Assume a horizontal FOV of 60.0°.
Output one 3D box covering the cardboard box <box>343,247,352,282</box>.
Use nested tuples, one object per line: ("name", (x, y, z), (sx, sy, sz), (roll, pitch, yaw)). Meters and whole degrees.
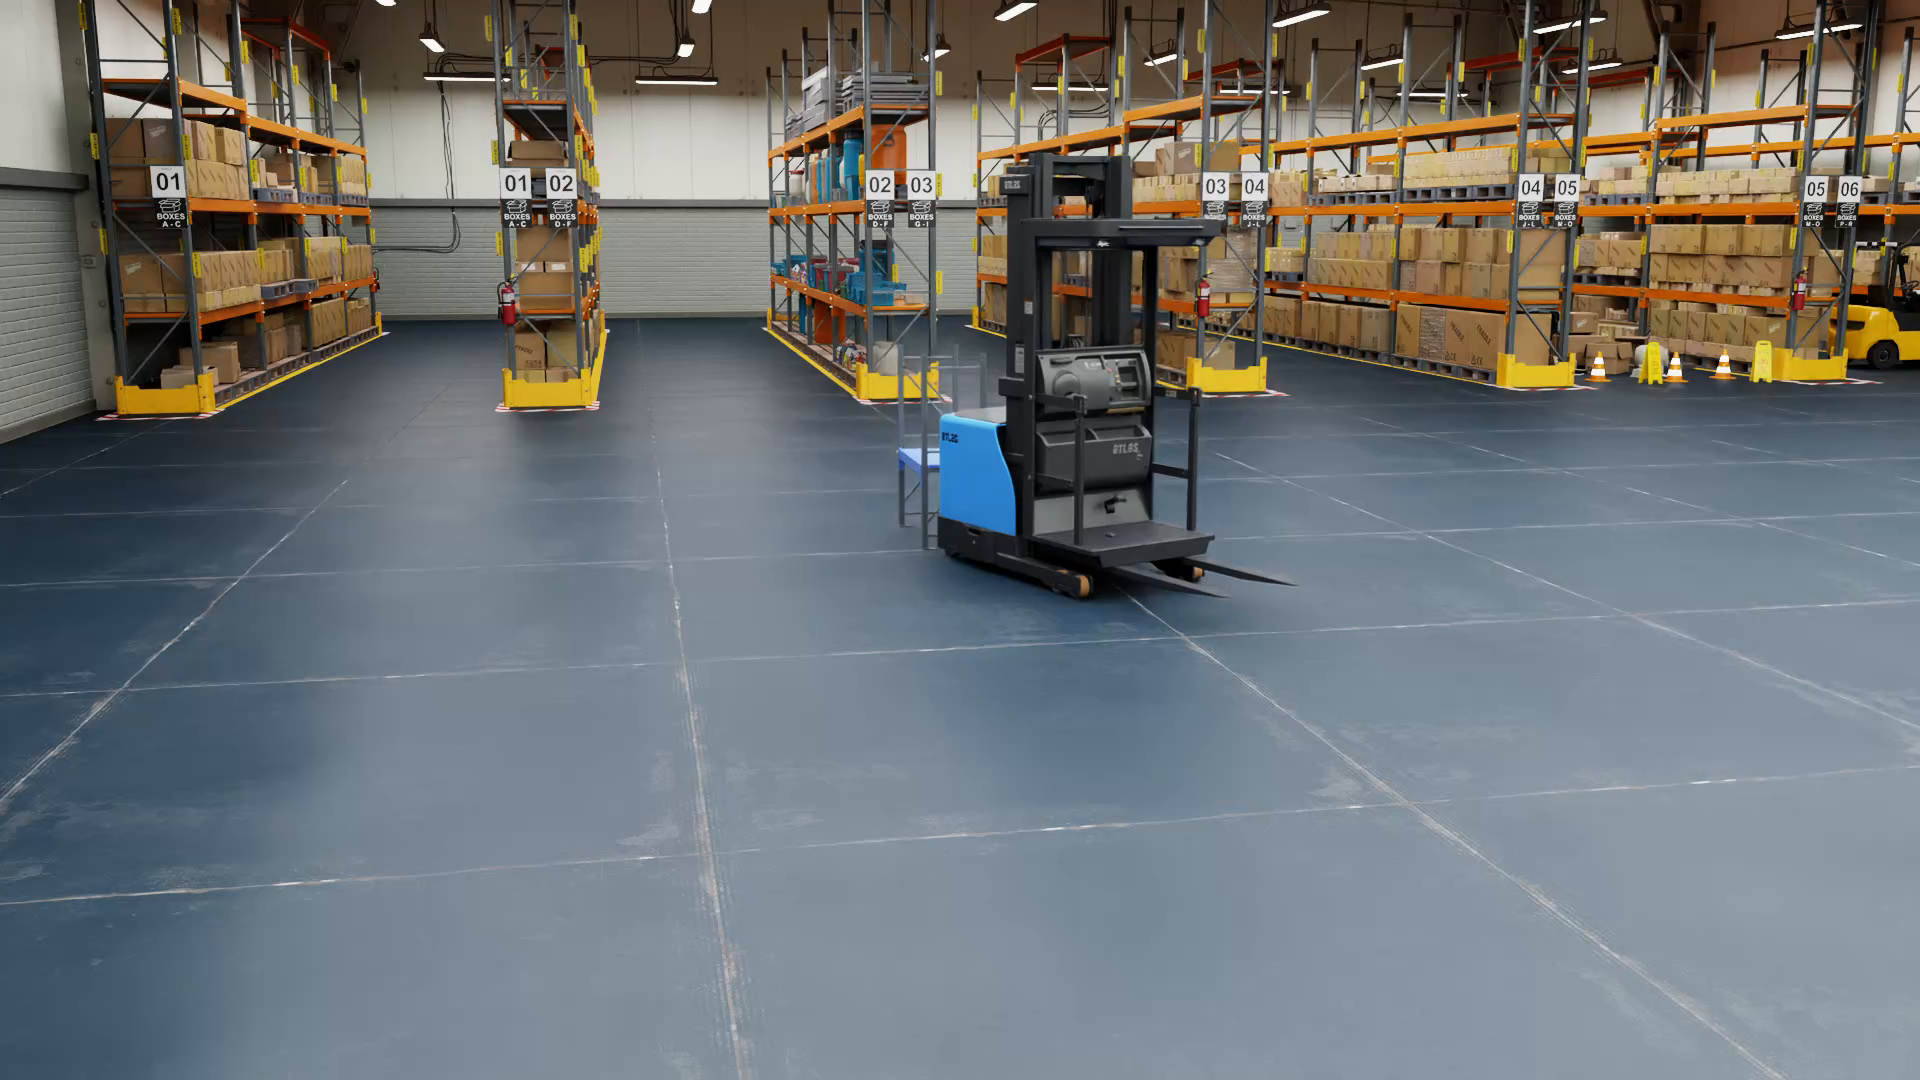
("cardboard box", (-12.983, -5.615, 33.875), (0.980, 0.700, 0.700), (-2, 11, -10))

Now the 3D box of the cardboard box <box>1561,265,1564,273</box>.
("cardboard box", (12.125, -5.396, 33.071), (0.380, 0.149, 0.250), (-2, 11, -11))

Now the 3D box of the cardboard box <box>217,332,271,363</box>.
("cardboard box", (-11.647, -3.116, 27.056), (0.700, 0.500, 0.500), (-2, 11, -12))

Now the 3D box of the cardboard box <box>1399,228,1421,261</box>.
("cardboard box", (8.161, -5.138, 28.881), (0.875, 0.550, 0.550), (-2, 11, -11))

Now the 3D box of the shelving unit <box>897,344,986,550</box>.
("shelving unit", (-0.154, -0.767, 13.214), (0.538, 1.500, 1.048), (-2, 11, -12))

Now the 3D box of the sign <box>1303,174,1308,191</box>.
("sign", (6.813, -7.045, 32.782), (0.100, 0.325, 0.005), (-2, 11, -11))

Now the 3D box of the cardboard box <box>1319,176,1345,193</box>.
("cardboard box", (7.270, -6.881, 32.152), (0.500, 0.311, 0.500), (-2, 11, -11))

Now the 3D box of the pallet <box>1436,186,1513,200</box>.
("pallet", (8.506, -5.659, 27.122), (1.003, 0.211, 1.213), (-2, 11, -11))

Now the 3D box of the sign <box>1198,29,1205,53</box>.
("sign", (3.468, -7.175, 23.904), (0.100, 0.325, 0.005), (-2, 11, -11))

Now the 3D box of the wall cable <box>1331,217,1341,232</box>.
("wall cable", (10.894, -8.589, 47.581), (0.588, 1.984, 0.122), (-2, 11, -11))

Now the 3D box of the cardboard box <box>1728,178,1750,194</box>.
("cardboard box", (13.171, -5.885, 27.678), (0.500, 0.250, 0.500), (-2, 11, -9))

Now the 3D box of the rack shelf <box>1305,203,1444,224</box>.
("rack shelf", (7.734, -6.090, 31.072), (1.077, 0.370, 4.000), (-2, 11, -11))

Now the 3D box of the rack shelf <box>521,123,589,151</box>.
("rack shelf", (-6.869, -6.846, 28.090), (1.077, 0.370, 4.000), (-2, 11, -11))

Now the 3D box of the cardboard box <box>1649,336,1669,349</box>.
("cardboard box", (12.809, -3.539, 29.999), (0.500, 0.250, 0.500), (-3, 11, -14))

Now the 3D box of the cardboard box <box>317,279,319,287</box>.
("cardboard box", (-11.962, -4.688, 30.423), (0.380, 0.149, 0.250), (-2, 11, -9))

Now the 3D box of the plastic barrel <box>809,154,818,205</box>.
("plastic barrel", (-2.451, -6.556, 30.256), (0.600, 0.901, 0.600), (0, 11, 0))

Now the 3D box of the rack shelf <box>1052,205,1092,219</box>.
("rack shelf", (2.071, -6.662, 34.076), (1.077, 0.370, 4.000), (-2, 11, -11))

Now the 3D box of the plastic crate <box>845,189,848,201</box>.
("plastic crate", (-1.580, -5.331, 25.728), (0.336, 0.188, 0.450), (-2, 11, -11))

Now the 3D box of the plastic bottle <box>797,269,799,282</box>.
("plastic bottle", (-3.239, -5.332, 33.531), (0.097, 0.271, 0.097), (0, 11, 0))

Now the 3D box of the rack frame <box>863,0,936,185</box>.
("rack frame", (-0.842, -6.475, 23.146), (1.000, 3.000, 0.127), (-2, 11, -11))

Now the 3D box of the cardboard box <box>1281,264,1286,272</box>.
("cardboard box", (6.752, -5.539, 33.824), (0.380, 0.149, 0.250), (-2, 11, -11))

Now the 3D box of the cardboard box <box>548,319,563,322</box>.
("cardboard box", (-7.444, -3.840, 30.078), (0.500, 0.311, 0.500), (-2, 11, -9))

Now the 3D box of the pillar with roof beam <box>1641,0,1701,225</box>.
("pillar with roof beam", (12.797, -9.401, 38.522), (9.100, 9.000, 0.548), (-2, 11, -11))

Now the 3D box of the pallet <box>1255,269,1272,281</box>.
("pallet", (6.920, -5.604, 35.130), (1.003, 0.211, 1.213), (-2, 11, -11))

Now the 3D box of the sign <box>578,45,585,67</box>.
("sign", (-5.930, -7.581, 26.038), (0.100, 0.325, 0.005), (-2, 11, -11))

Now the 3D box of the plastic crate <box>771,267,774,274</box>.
("plastic crate", (-4.248, -6.243, 38.518), (0.250, 0.136, 0.298), (-2, 11, -11))

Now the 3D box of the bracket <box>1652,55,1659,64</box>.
("bracket", (16.591, -11.389, 39.340), (0.235, 0.232, 0.430), (-2, 11, -11))

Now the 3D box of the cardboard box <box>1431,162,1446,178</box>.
("cardboard box", (8.142, -6.120, 27.519), (0.500, 0.250, 0.500), (-2, 11, -12))

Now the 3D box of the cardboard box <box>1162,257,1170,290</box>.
("cardboard box", (3.666, -4.185, 26.100), (0.875, 0.500, 0.500), (-2, 11, -11))

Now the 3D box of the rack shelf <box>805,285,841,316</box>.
("rack shelf", (-2.009, -4.274, 29.556), (1.077, 0.370, 4.000), (-2, 11, -11))

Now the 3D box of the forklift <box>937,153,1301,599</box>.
("forklift", (1.057, -1.145, 11.375), (1.130, 2.935, 3.031), (-7, 13, -33))

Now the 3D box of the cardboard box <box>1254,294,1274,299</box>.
("cardboard box", (6.558, -5.174, 35.916), (0.500, 0.250, 0.500), (-2, 11, -9))

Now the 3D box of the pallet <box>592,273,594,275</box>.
("pallet", (-7.640, -5.077, 32.364), (1.003, 0.211, 1.213), (-2, 11, -11))

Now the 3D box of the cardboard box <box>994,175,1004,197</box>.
("cardboard box", (1.197, -8.126, 38.188), (0.700, 0.500, 0.500), (-3, 11, -15))

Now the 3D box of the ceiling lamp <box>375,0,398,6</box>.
("ceiling lamp", (-8.559, -9.793, 24.968), (0.800, 3.185, 2.000), (-2, 11, -11))

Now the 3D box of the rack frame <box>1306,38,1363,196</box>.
("rack frame", (7.345, -8.284, 32.652), (1.000, 3.000, 0.127), (-2, 11, -11))

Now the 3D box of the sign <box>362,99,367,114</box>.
("sign", (-13.137, -9.564, 36.666), (0.100, 0.325, 0.005), (-2, 11, -11))

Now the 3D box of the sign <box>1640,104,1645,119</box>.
("sign", (15.735, -9.878, 38.320), (0.100, 0.325, 0.005), (-2, 11, -11))

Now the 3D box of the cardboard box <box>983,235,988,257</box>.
("cardboard box", (0.830, -6.893, 38.991), (0.500, 0.500, 0.500), (-2, 11, -12))

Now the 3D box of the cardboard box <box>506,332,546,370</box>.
("cardboard box", (-6.098, -2.659, 23.372), (0.500, 0.500, 0.500), (-2, 11, -11))

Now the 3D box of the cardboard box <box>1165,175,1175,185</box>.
("cardboard box", (3.410, -5.582, 25.813), (0.380, 0.149, 0.250), (-3, 11, -14))

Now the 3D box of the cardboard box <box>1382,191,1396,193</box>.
("cardboard box", (10.801, -8.578, 41.233), (0.500, 0.250, 0.500), (-3, 11, -16))

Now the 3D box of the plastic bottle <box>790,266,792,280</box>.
("plastic bottle", (-3.523, -5.588, 34.846), (0.061, 0.283, 0.133), (-2, 11, -11))

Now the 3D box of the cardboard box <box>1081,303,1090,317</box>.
("cardboard box", (2.620, -4.410, 31.845), (0.500, 0.250, 0.500), (-2, 11, -9))

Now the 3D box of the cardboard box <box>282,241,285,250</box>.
("cardboard box", (-12.019, -5.156, 29.085), (0.380, 0.149, 0.250), (-4, 11, -18))

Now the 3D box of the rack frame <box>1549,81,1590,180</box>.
("rack frame", (15.493, -10.131, 42.355), (1.000, 3.000, 0.127), (-2, 11, -11))

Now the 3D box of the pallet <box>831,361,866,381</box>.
("pallet", (-1.530, -2.767, 27.167), (1.003, 0.211, 1.213), (-2, 11, -11))

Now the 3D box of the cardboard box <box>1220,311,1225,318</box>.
("cardboard box", (6.129, -5.118, 37.767), (0.380, 0.149, 0.250), (-3, 11, -14))

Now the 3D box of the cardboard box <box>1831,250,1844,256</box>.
("cardboard box", (17.308, -5.592, 32.553), (0.380, 0.149, 0.250), (-2, 11, -12))

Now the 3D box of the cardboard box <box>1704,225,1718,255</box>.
("cardboard box", (13.172, -5.120, 28.335), (0.700, 0.500, 0.500), (-2, 11, -11))

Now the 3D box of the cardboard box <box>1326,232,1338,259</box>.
("cardboard box", (7.523, -5.702, 32.188), (0.700, 0.500, 0.500), (-2, 11, -12))

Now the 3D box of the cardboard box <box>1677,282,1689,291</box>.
("cardboard box", (12.901, -4.470, 29.331), (0.380, 0.149, 0.250), (-2, 11, -9))

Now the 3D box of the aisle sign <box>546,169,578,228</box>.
("aisle sign", (-5.388, -4.624, 22.516), (0.394, 0.787, 0.004), (-2, 11, -11))
